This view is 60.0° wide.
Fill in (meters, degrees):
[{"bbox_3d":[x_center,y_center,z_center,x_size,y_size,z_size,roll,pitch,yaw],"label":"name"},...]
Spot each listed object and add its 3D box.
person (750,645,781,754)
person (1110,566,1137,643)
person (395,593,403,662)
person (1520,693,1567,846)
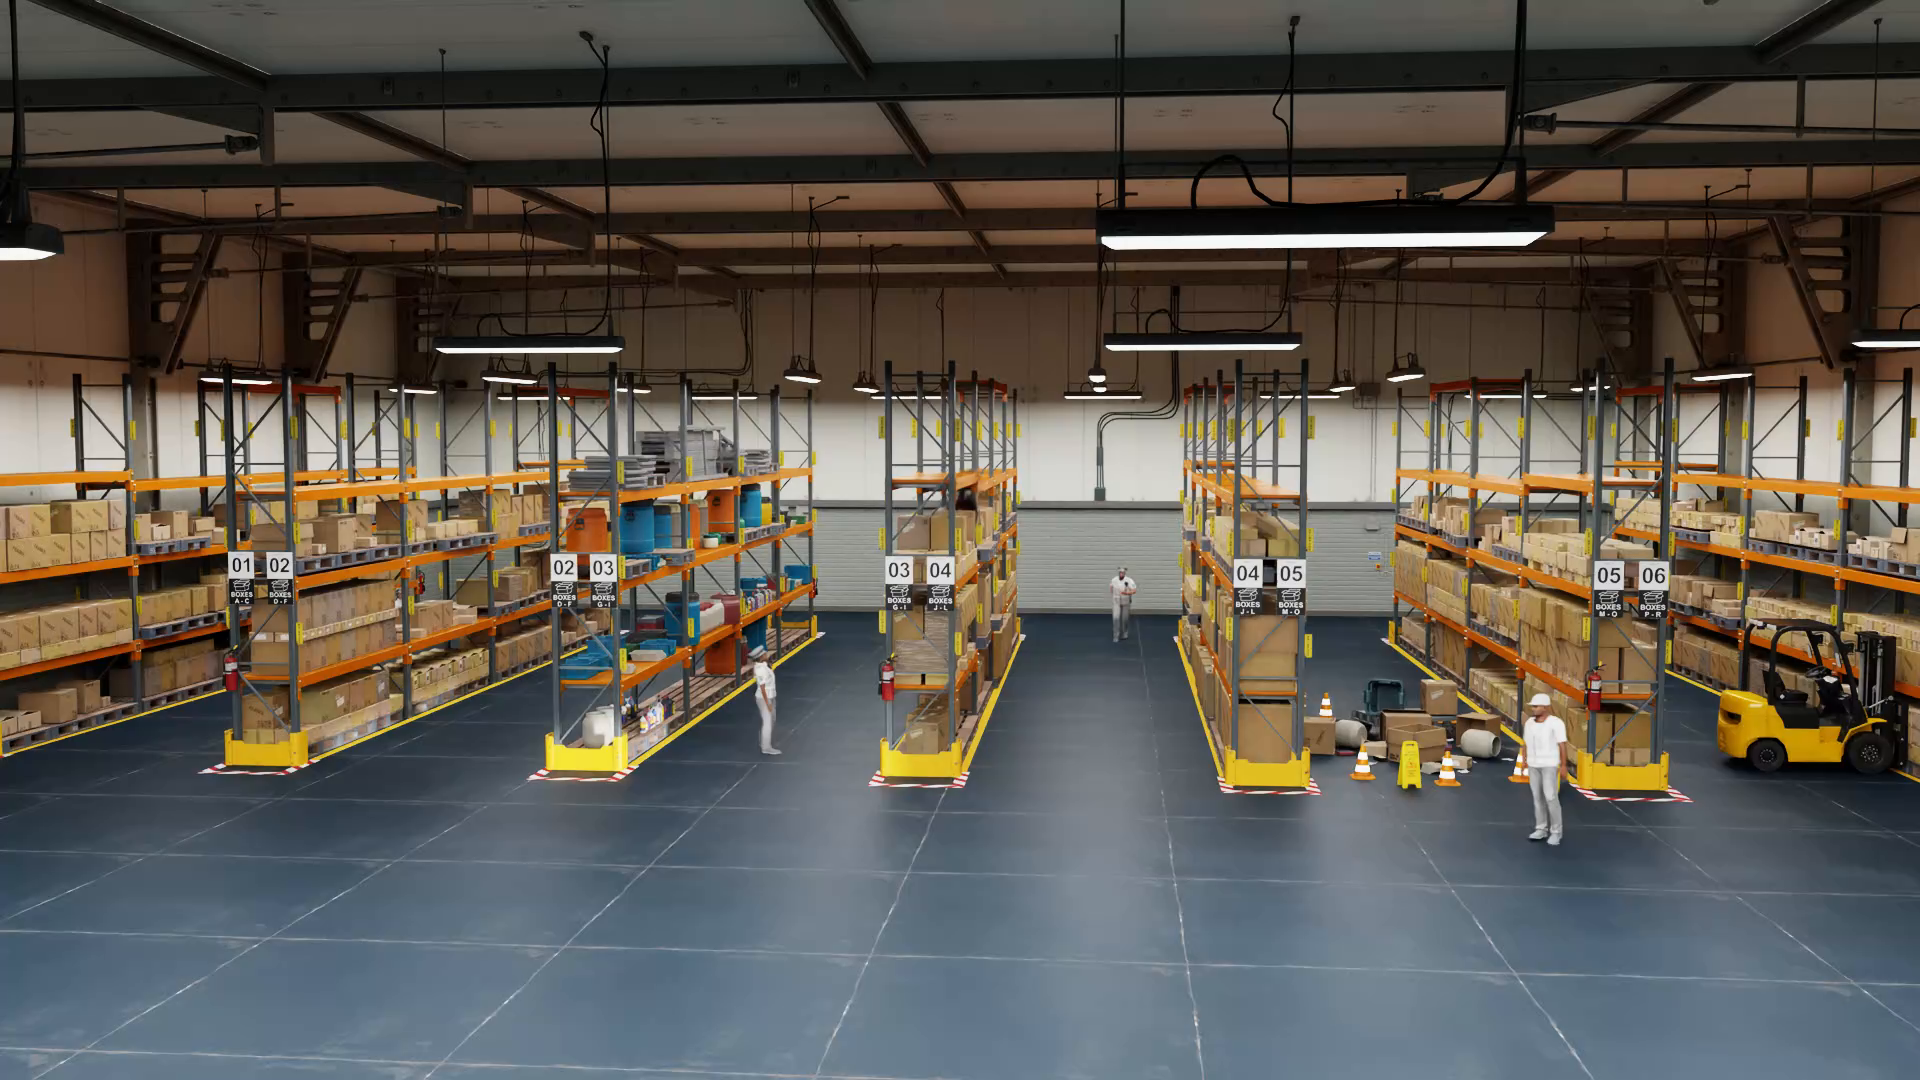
[{"bbox_3d":[-3.008,2.492,25.865,0.488,1.741,0.528,1,4,10],"label":"person"},{"bbox_3d":[3.884,1.529,39.579,0.641,1.828,0.813,1,4,9],"label":"person"},{"bbox_3d":[-11.860,1.855,35.391,0.393,1.666,0.504,1,4,10],"label":"person"},{"bbox_3d":[7.130,2.787,20.364,0.395,1.801,0.640,-2,4,-31],"label":"person"}]
